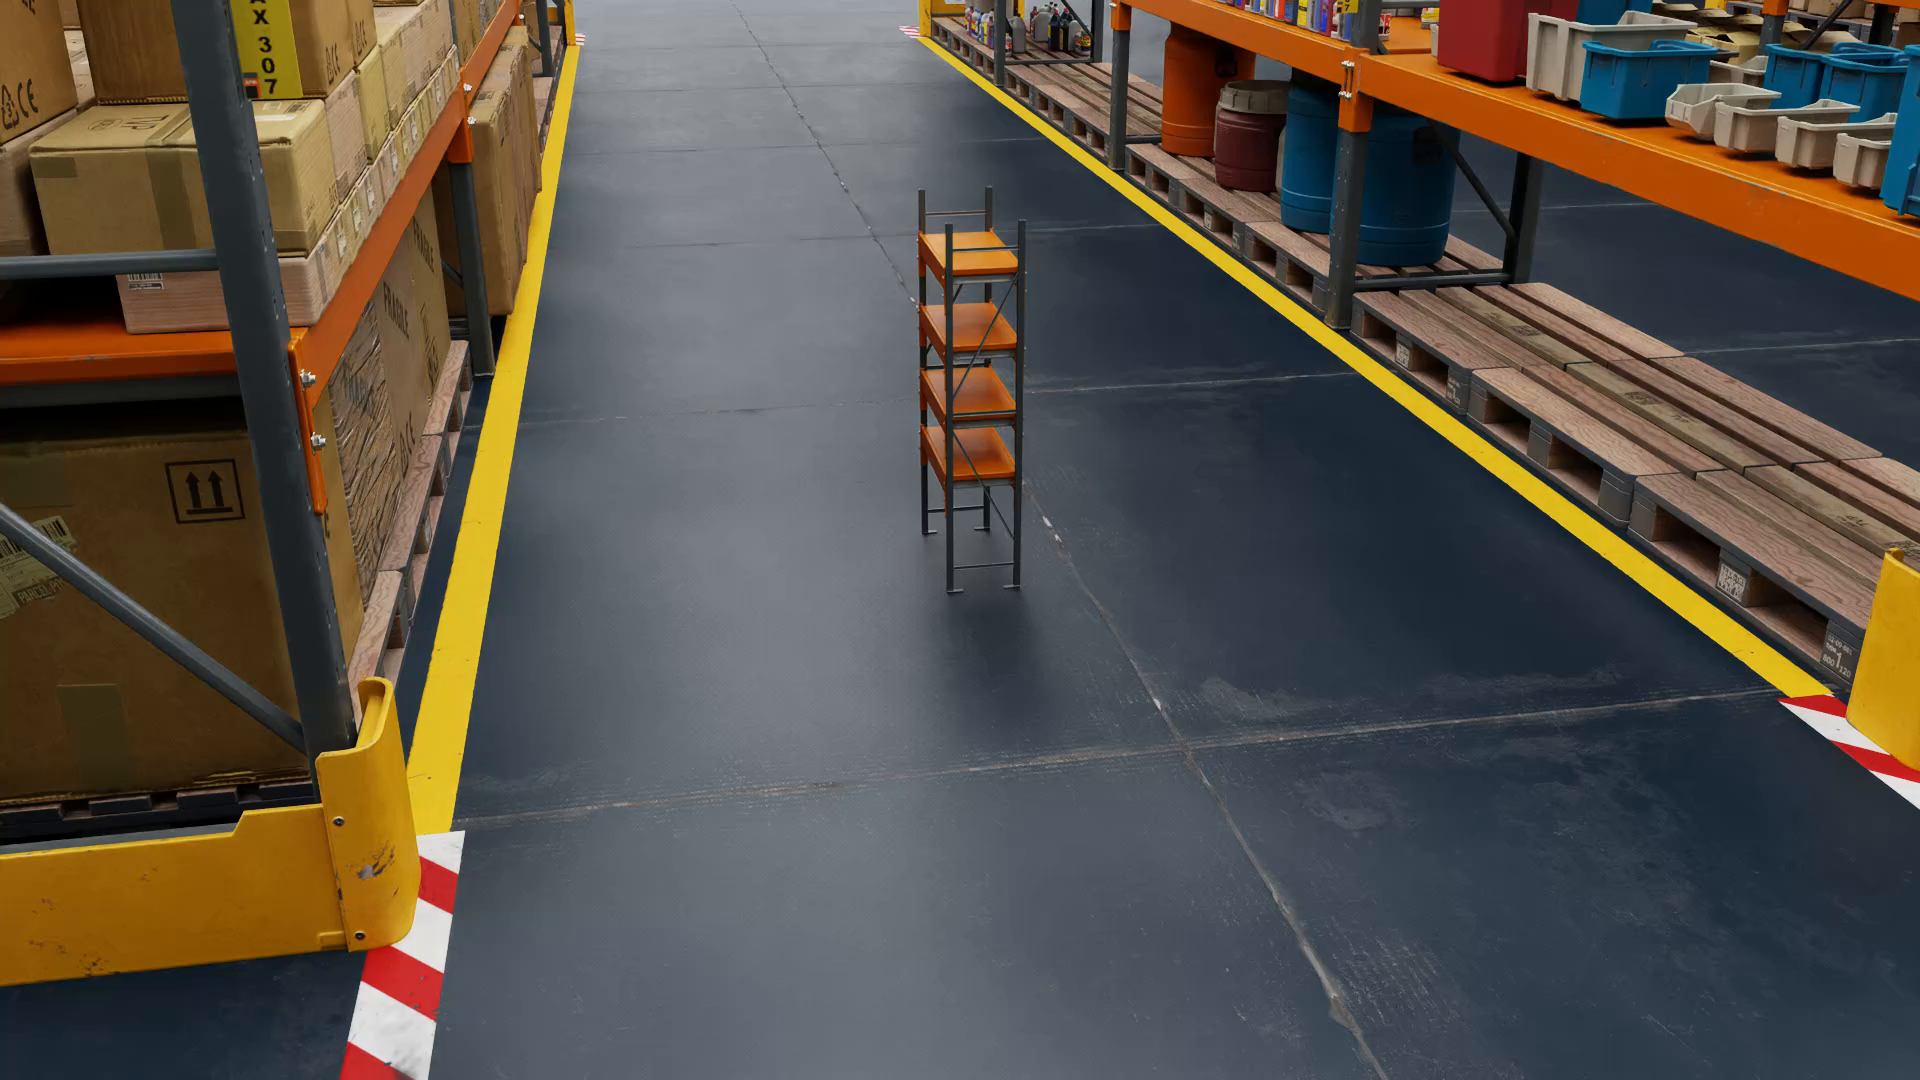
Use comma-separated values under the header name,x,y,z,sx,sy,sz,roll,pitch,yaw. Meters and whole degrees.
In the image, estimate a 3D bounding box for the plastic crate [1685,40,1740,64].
name,x,y,z,sx,sy,sz,roll,pitch,yaw
plastic crate,2.763,-1.929,6.689,0.437,0.125,0.590,-4,24,-10

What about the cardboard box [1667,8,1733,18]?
name,x,y,z,sx,sy,sz,roll,pitch,yaw
cardboard box,6.319,-4.413,14.316,0.500,0.311,0.500,-5,24,-10

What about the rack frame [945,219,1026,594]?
name,x,y,z,sx,sy,sz,roll,pitch,yaw
rack frame,0.076,-0.389,5.141,0.240,1.200,0.015,-4,24,-10

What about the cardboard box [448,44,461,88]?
name,x,y,z,sx,sy,sz,roll,pitch,yaw
cardboard box,-2.198,-1.871,6.600,0.380,0.149,0.250,-4,24,-9

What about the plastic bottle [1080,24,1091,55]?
name,x,y,z,sx,sy,sz,roll,pitch,yaw
plastic bottle,1.184,-4.704,15.632,0.097,0.271,0.097,0,24,0

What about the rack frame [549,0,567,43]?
name,x,y,z,sx,sy,sz,roll,pitch,yaw
rack frame,-4.795,-6.802,17.576,1.000,3.000,0.127,-4,24,-10

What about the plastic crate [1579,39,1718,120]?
name,x,y,z,sx,sy,sz,roll,pitch,yaw
plastic crate,2.400,-1.615,5.833,0.416,0.233,0.300,-4,24,-10

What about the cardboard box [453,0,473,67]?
name,x,y,z,sx,sy,sz,roll,pitch,yaw
cardboard box,-2.415,-2.327,7.205,0.500,0.500,0.500,-4,24,-10

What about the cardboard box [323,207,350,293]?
name,x,y,z,sx,sy,sz,roll,pitch,yaw
cardboard box,-1.626,-0.658,3.823,0.380,0.149,0.250,-5,24,-11

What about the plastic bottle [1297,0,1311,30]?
name,x,y,z,sx,sy,sz,roll,pitch,yaw
plastic bottle,1.800,-2.763,8.390,0.144,0.351,0.185,-4,24,-10

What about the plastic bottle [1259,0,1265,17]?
name,x,y,z,sx,sy,sz,roll,pitch,yaw
plastic bottle,1.667,-2.927,8.952,0.097,0.201,0.097,0,24,0

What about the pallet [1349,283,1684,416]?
name,x,y,z,sx,sy,sz,roll,pitch,yaw
pallet,2.466,-0.884,7.511,1.003,0.211,1.213,-4,24,-10

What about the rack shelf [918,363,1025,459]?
name,x,y,z,sx,sy,sz,roll,pitch,yaw
rack shelf,0.031,-0.423,5.388,0.258,0.148,0.480,-4,24,-10

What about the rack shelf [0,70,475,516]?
name,x,y,z,sx,sy,sz,roll,pitch,yaw
rack shelf,-2.206,-0.965,5.112,1.077,0.370,4.000,-4,24,-10

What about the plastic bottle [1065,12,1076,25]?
name,x,y,z,sx,sy,sz,roll,pitch,yaw
plastic bottle,1.071,-4.931,16.052,0.144,0.351,0.185,-4,24,-8

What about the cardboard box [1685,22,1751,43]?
name,x,y,z,sx,sy,sz,roll,pitch,yaw
cardboard box,5.979,-3.968,13.298,0.500,0.311,0.500,-5,24,-11

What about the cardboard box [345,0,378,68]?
name,x,y,z,sx,sy,sz,roll,pitch,yaw
cardboard box,-1.854,-1.528,4.381,0.500,0.500,0.500,-5,24,-11

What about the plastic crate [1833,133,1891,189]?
name,x,y,z,sx,sy,sz,roll,pitch,yaw
plastic crate,2.703,-1.089,4.750,0.396,0.136,0.243,-4,24,-10

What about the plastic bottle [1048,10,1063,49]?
name,x,y,z,sx,sy,sz,roll,pitch,yaw
plastic bottle,0.929,-4.920,16.028,0.144,0.351,0.185,-4,24,-10

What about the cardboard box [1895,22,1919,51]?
name,x,y,z,sx,sy,sz,roll,pitch,yaw
cardboard box,6.839,-3.414,11.456,0.500,0.250,0.500,-3,24,-8

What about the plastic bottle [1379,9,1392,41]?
name,x,y,z,sx,sy,sz,roll,pitch,yaw
plastic bottle,2.020,-2.505,7.986,0.097,0.201,0.097,0,24,0

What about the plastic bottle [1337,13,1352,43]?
name,x,y,z,sx,sy,sz,roll,pitch,yaw
plastic bottle,1.901,-2.523,7.933,0.152,0.276,0.135,-4,24,-10

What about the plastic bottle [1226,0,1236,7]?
name,x,y,z,sx,sy,sz,roll,pitch,yaw
plastic bottle,1.596,-3.196,9.382,0.144,0.351,0.185,-4,24,-10

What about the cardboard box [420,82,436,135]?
name,x,y,z,sx,sy,sz,roll,pitch,yaw
cardboard box,-2.007,-1.466,5.673,0.380,0.149,0.250,-4,24,-9

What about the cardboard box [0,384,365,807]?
name,x,y,z,sx,sy,sz,roll,pitch,yaw
cardboard box,-2.033,0.027,4.070,0.875,0.875,0.875,-4,24,-10

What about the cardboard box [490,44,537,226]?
name,x,y,z,sx,sy,sz,roll,pitch,yaw
cardboard box,-3.051,-2.250,9.283,1.225,0.875,0.875,-4,24,-10

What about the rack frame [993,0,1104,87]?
name,x,y,z,sx,sy,sz,roll,pitch,yaw
rack frame,0.812,-5.595,14.813,1.000,3.000,0.127,-4,24,-10

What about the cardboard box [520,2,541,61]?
name,x,y,z,sx,sy,sz,roll,pitch,yaw
cardboard box,-4.203,-4.660,15.271,0.500,0.500,0.500,3,24,7

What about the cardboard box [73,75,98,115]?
name,x,y,z,sx,sy,sz,roll,pitch,yaw
cardboard box,-2.280,-0.947,3.985,0.500,0.250,0.500,-5,24,-11

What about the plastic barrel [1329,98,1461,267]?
name,x,y,z,sx,sy,sz,roll,pitch,yaw
plastic barrel,2.208,-1.894,8.437,0.600,0.901,0.708,-4,24,-10

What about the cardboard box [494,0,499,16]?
name,x,y,z,sx,sy,sz,roll,pitch,yaw
cardboard box,-2.795,-3.125,9.032,0.500,0.500,0.500,-5,24,-11

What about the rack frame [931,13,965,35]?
name,x,y,z,sx,sy,sz,roll,pitch,yaw
rack frame,0.073,-7.168,18.415,1.000,3.000,0.127,-4,24,-10

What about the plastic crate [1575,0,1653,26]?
name,x,y,z,sx,sy,sz,roll,pitch,yaw
plastic crate,2.713,-2.310,7.237,0.392,0.384,0.575,-4,24,-10

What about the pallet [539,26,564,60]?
name,x,y,z,sx,sy,sz,roll,pitch,yaw
pallet,-4.665,-5.172,17.328,1.003,0.211,1.213,-4,24,-10

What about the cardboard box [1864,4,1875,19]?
name,x,y,z,sx,sy,sz,roll,pitch,yaw
cardboard box,10.272,-5.854,18.418,0.380,0.149,0.250,-6,24,-14

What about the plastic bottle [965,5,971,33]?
name,x,y,z,sx,sy,sz,roll,pitch,yaw
plastic bottle,0.102,-5.383,17.188,0.097,0.271,0.097,0,24,0

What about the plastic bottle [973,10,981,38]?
name,x,y,z,sx,sy,sz,roll,pitch,yaw
plastic bottle,0.184,-5.209,16.789,0.097,0.271,0.097,0,24,0

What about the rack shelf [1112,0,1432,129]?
name,x,y,z,sx,sy,sz,roll,pitch,yaw
rack shelf,1.922,-2.905,9.553,1.077,0.370,4.000,-4,24,-10

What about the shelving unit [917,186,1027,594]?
name,x,y,z,sx,sy,sz,roll,pitch,yaw
shelving unit,0.031,-0.485,5.361,0.258,1.200,0.503,-4,24,-10

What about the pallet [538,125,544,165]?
name,x,y,z,sx,sy,sz,roll,pitch,yaw
pallet,-3.459,-2.685,11.633,1.003,0.211,1.213,-4,24,-10

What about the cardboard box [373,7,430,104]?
name,x,y,z,sx,sy,sz,roll,pitch,yaw
cardboard box,-2.044,-1.591,5.461,0.500,0.250,0.500,-4,24,-9

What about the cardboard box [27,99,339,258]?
name,x,y,z,sx,sy,sz,roll,pitch,yaw
cardboard box,-1.660,-0.785,3.615,0.500,0.250,0.500,-5,24,-11

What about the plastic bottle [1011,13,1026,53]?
name,x,y,z,sx,sy,sz,roll,pitch,yaw
plastic bottle,0.552,-4.825,15.811,0.144,0.351,0.185,-4,24,-10

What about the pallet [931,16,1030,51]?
name,x,y,z,sx,sy,sz,roll,pitch,yaw
pallet,0.278,-5.544,18.180,1.003,0.211,1.213,-4,24,-10

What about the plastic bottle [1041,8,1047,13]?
name,x,y,z,sx,sy,sz,roll,pitch,yaw
plastic bottle,0.888,-5.276,16.936,0.152,0.276,0.135,-5,24,-11

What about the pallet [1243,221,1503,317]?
name,x,y,z,sx,sy,sz,roll,pitch,yaw
pallet,2.190,-1.477,8.868,1.003,0.211,1.213,-4,24,-10

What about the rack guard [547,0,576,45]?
name,x,y,z,sx,sy,sz,roll,pitch,yaw
rack guard,-4.781,-5.626,18.008,1.175,0.500,0.348,-4,24,-10

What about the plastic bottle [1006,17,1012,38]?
name,x,y,z,sx,sy,sz,roll,pitch,yaw
plastic bottle,0.410,-4.815,15.786,0.144,0.351,0.185,-5,24,-11

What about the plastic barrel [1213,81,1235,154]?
name,x,y,z,sx,sy,sz,roll,pitch,yaw
plastic barrel,1.851,-2.667,10.693,0.421,0.512,0.421,0,24,0

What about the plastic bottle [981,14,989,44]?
name,x,y,z,sx,sy,sz,roll,pitch,yaw
plastic bottle,0.289,-5.047,16.412,0.152,0.276,0.135,-4,24,-9

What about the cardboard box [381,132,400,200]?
name,x,y,z,sx,sy,sz,roll,pitch,yaw
cardboard box,-1.818,-1.063,4.750,0.380,0.149,0.250,-5,24,-10

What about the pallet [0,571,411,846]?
name,x,y,z,sx,sy,sz,roll,pitch,yaw
pallet,-2.061,0.461,4.431,1.003,0.211,1.213,-4,24,-10
